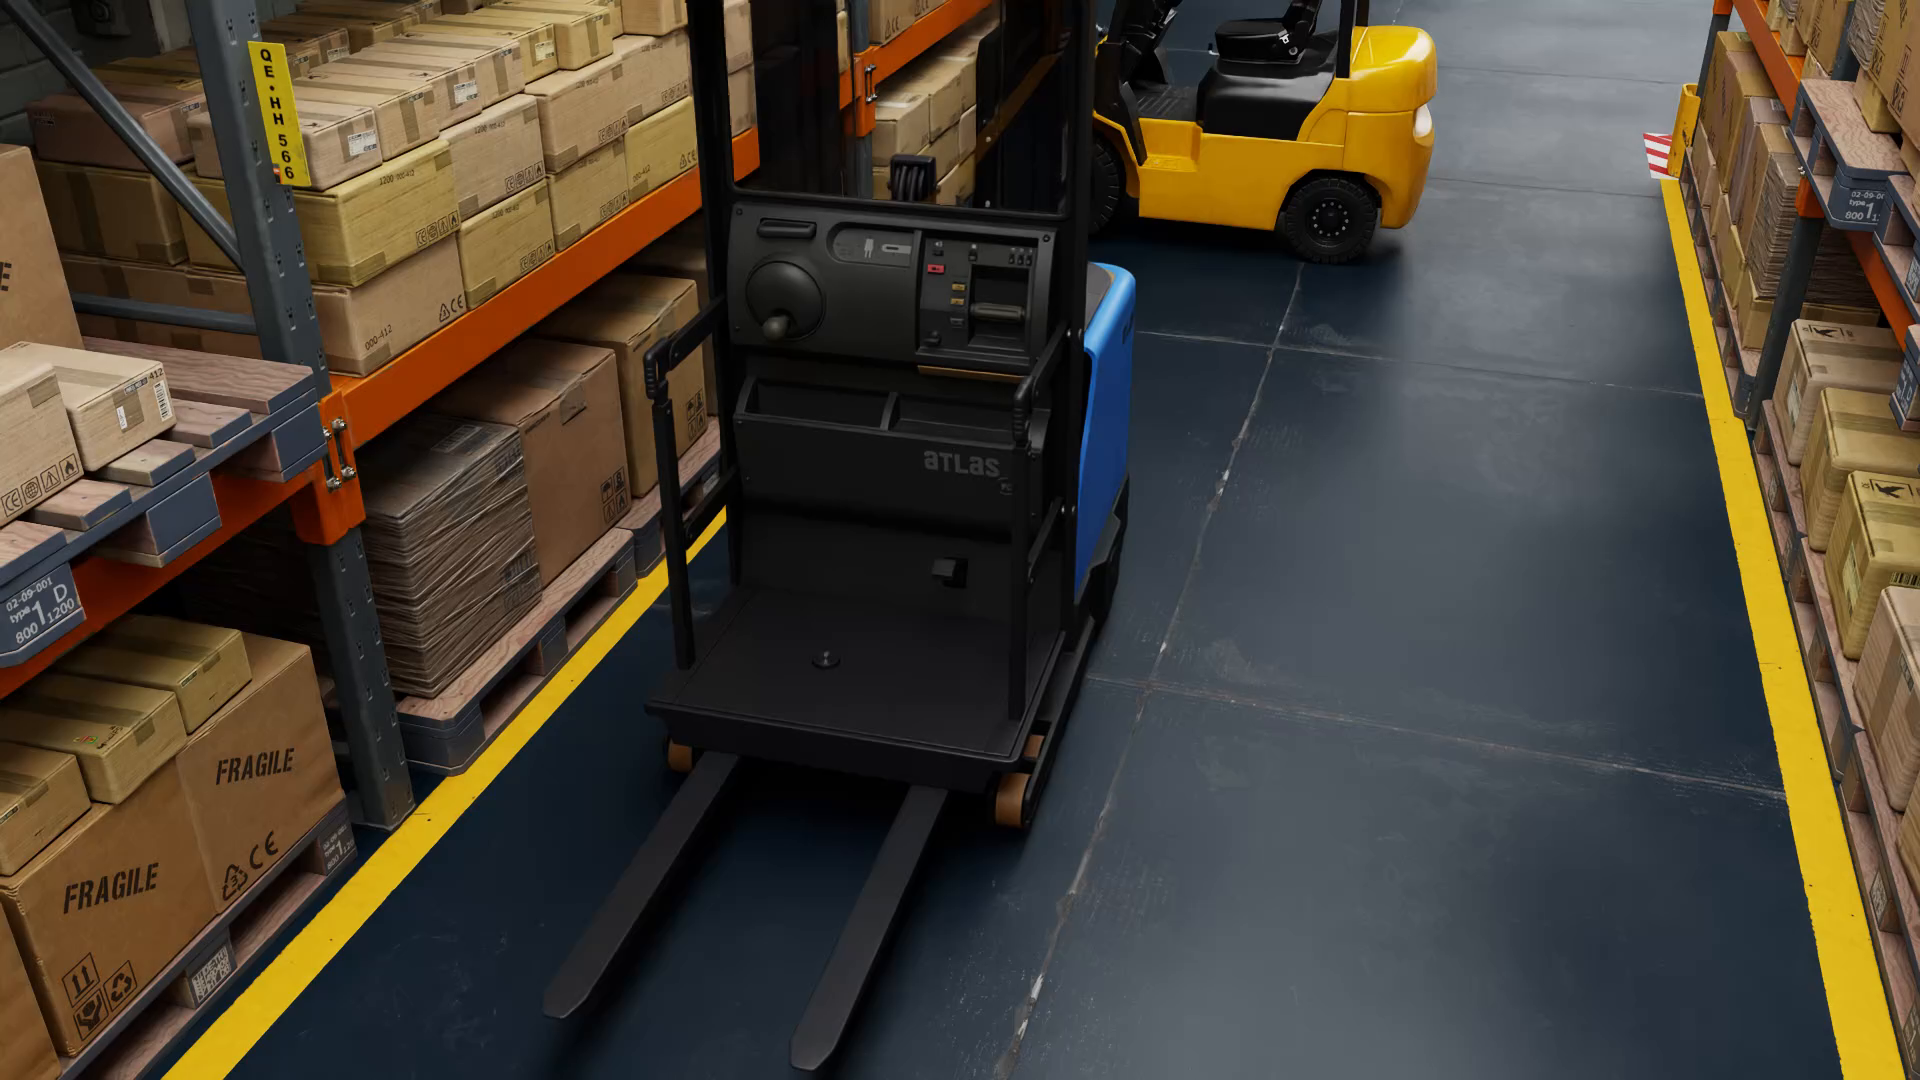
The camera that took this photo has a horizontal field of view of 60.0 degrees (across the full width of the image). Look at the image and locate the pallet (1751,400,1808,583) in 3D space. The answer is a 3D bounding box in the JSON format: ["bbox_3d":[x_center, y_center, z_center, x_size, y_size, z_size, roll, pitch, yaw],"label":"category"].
[{"bbox_3d":[3.615,-0.144,6.291,1.003,0.211,1.213,8,30,15],"label":"pallet"}]

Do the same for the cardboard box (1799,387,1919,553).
[{"bbox_3d":[3.483,-0.181,5.760,0.950,0.372,0.625,10,31,18],"label":"cardboard box"}]

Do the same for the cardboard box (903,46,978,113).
[{"bbox_3d":[-0.167,-2.499,9.024,0.500,0.250,0.500,10,30,17],"label":"cardboard box"}]

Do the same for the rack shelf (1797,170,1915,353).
[{"bbox_3d":[3.255,-0.480,4.768,1.077,0.370,4.000,8,30,15],"label":"rack shelf"}]

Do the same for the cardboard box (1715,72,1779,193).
[{"bbox_3d":[4.204,-2.071,8.512,0.500,0.500,0.500,9,30,16],"label":"cardboard box"}]

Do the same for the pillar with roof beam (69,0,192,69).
[{"bbox_3d":[1.558,-3.314,2.950,9.100,9.000,0.400,8,30,15],"label":"pillar with roof beam"}]

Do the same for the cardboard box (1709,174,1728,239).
[{"bbox_3d":[4.210,-1.738,8.685,0.500,0.250,0.500,11,31,18],"label":"cardboard box"}]

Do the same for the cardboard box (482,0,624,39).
[{"bbox_3d":[-1.350,-1.741,5.524,0.380,0.149,0.250,8,30,15],"label":"cardboard box"}]

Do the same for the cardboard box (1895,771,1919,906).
[{"bbox_3d":[2.843,0.838,3.928,0.950,0.372,0.625,6,30,11],"label":"cardboard box"}]

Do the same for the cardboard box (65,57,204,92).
[{"bbox_3d":[-2.206,-1.217,4.581,0.380,0.149,0.250,9,30,16],"label":"cardboard box"}]

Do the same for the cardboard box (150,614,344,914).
[{"bbox_3d":[-1.997,0.564,4.290,0.500,0.500,0.500,9,30,16],"label":"cardboard box"}]

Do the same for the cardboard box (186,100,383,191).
[{"bbox_3d":[-1.703,-1.005,4.201,0.380,0.149,0.250,9,30,16],"label":"cardboard box"}]

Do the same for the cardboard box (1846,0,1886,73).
[{"bbox_3d":[3.430,-1.904,5.747,0.500,0.500,0.500,9,30,16],"label":"cardboard box"}]

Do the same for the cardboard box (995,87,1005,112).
[{"bbox_3d":[-0.013,-2.513,9.564,0.500,0.250,0.500,8,30,15],"label":"cardboard box"}]

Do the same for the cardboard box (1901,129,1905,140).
[{"bbox_3d":[3.286,-1.329,5.379,0.380,0.149,0.250,10,31,18],"label":"cardboard box"}]

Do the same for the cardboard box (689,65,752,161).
[{"bbox_3d":[-1.119,-1.633,6.254,0.500,0.250,0.500,9,30,15],"label":"cardboard box"}]

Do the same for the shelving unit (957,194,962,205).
[{"bbox_3d":[0.081,-0.676,6.231,0.258,1.200,0.189,7,30,13],"label":"shelving unit"}]

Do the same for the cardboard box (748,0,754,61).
[{"bbox_3d":[-0.948,-2.079,6.542,0.500,0.250,0.500,8,30,14],"label":"cardboard box"}]

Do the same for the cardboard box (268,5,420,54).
[{"bbox_3d":[-1.915,-1.563,5.203,0.380,0.149,0.250,8,30,15],"label":"cardboard box"}]

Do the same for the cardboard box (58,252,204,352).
[{"bbox_3d":[-2.191,-0.752,4.670,0.500,0.250,0.500,8,30,14],"label":"cardboard box"}]

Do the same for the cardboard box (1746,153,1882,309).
[{"bbox_3d":[3.759,-1.347,7.211,0.500,0.500,0.500,8,30,14],"label":"cardboard box"}]

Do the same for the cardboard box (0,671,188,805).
[{"bbox_3d":[-2.032,0.450,3.827,0.380,0.149,0.250,7,30,12],"label":"cardboard box"}]

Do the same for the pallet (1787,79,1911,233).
[{"bbox_3d":[3.479,-1.306,5.709,1.003,0.211,1.213,8,30,15],"label":"pallet"}]

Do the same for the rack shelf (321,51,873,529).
[{"bbox_3d":[-1.491,-1.187,6.038,1.077,0.370,4.000,8,30,15],"label":"rack shelf"}]

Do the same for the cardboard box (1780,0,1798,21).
[{"bbox_3d":[4.027,-2.622,7.469,0.500,0.500,0.500,9,30,16],"label":"cardboard box"}]

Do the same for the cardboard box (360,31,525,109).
[{"bbox_3d":[-1.510,-1.376,4.867,0.380,0.149,0.250,9,30,15],"label":"cardboard box"}]

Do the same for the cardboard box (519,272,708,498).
[{"bbox_3d":[-1.500,-0.623,6.296,0.875,0.625,0.625,7,30,13],"label":"cardboard box"}]

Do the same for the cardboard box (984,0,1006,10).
[{"bbox_3d":[0.289,-3.212,10.306,0.500,0.250,0.500,9,30,16],"label":"cardboard box"}]

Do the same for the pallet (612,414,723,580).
[{"bbox_3d":[-1.439,-0.295,6.564,1.003,0.211,1.213,8,30,15],"label":"pallet"}]

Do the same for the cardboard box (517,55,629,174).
[{"bbox_3d":[-1.395,-1.369,5.266,0.500,0.250,0.500,8,30,14],"label":"cardboard box"}]

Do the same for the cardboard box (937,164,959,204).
[{"bbox_3d":[-0.311,-1.828,8.848,0.500,0.250,0.500,8,30,14],"label":"cardboard box"}]

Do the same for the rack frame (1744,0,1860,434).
[{"bbox_3d":[3.842,-1.724,6.264,1.000,3.000,0.127,8,30,15],"label":"rack frame"}]

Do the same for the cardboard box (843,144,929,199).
[{"bbox_3d":[-0.467,-1.812,8.304,0.500,0.250,0.500,8,30,15],"label":"cardboard box"}]

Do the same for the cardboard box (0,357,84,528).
[{"bbox_3d":[-2.078,-0.153,3.162,0.500,0.250,0.500,7,30,13],"label":"cardboard box"}]

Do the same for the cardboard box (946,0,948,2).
[{"bbox_3d":[-0.240,-3.123,8.676,0.500,0.500,0.500,8,30,14],"label":"cardboard box"}]

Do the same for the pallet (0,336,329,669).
[{"bbox_3d":[-2.210,-0.163,3.655,1.213,0.211,1.003,8,30,15],"label":"pallet"}]

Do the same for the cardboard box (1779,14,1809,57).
[{"bbox_3d":[3.940,-2.280,7.521,0.380,0.149,0.250,8,30,14],"label":"cardboard box"}]

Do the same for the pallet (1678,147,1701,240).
[{"bbox_3d":[4.722,-1.957,9.550,1.003,0.211,1.213,8,30,15],"label":"pallet"}]

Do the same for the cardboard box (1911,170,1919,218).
[{"bbox_3d":[2.969,-0.984,4.761,0.380,0.149,0.250,10,31,17],"label":"cardboard box"}]

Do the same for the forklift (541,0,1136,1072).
[{"bbox_3d":[-0.253,-0.663,4.427,1.130,2.935,3.031,7,30,13],"label":"forklift"}]

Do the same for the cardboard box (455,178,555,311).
[{"bbox_3d":[-1.562,-0.911,4.956,0.500,0.250,0.500,8,30,14],"label":"cardboard box"}]

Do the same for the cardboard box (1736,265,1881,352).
[{"bbox_3d":[3.759,-1.019,7.393,0.500,0.250,0.500,10,31,17],"label":"cardboard box"}]
